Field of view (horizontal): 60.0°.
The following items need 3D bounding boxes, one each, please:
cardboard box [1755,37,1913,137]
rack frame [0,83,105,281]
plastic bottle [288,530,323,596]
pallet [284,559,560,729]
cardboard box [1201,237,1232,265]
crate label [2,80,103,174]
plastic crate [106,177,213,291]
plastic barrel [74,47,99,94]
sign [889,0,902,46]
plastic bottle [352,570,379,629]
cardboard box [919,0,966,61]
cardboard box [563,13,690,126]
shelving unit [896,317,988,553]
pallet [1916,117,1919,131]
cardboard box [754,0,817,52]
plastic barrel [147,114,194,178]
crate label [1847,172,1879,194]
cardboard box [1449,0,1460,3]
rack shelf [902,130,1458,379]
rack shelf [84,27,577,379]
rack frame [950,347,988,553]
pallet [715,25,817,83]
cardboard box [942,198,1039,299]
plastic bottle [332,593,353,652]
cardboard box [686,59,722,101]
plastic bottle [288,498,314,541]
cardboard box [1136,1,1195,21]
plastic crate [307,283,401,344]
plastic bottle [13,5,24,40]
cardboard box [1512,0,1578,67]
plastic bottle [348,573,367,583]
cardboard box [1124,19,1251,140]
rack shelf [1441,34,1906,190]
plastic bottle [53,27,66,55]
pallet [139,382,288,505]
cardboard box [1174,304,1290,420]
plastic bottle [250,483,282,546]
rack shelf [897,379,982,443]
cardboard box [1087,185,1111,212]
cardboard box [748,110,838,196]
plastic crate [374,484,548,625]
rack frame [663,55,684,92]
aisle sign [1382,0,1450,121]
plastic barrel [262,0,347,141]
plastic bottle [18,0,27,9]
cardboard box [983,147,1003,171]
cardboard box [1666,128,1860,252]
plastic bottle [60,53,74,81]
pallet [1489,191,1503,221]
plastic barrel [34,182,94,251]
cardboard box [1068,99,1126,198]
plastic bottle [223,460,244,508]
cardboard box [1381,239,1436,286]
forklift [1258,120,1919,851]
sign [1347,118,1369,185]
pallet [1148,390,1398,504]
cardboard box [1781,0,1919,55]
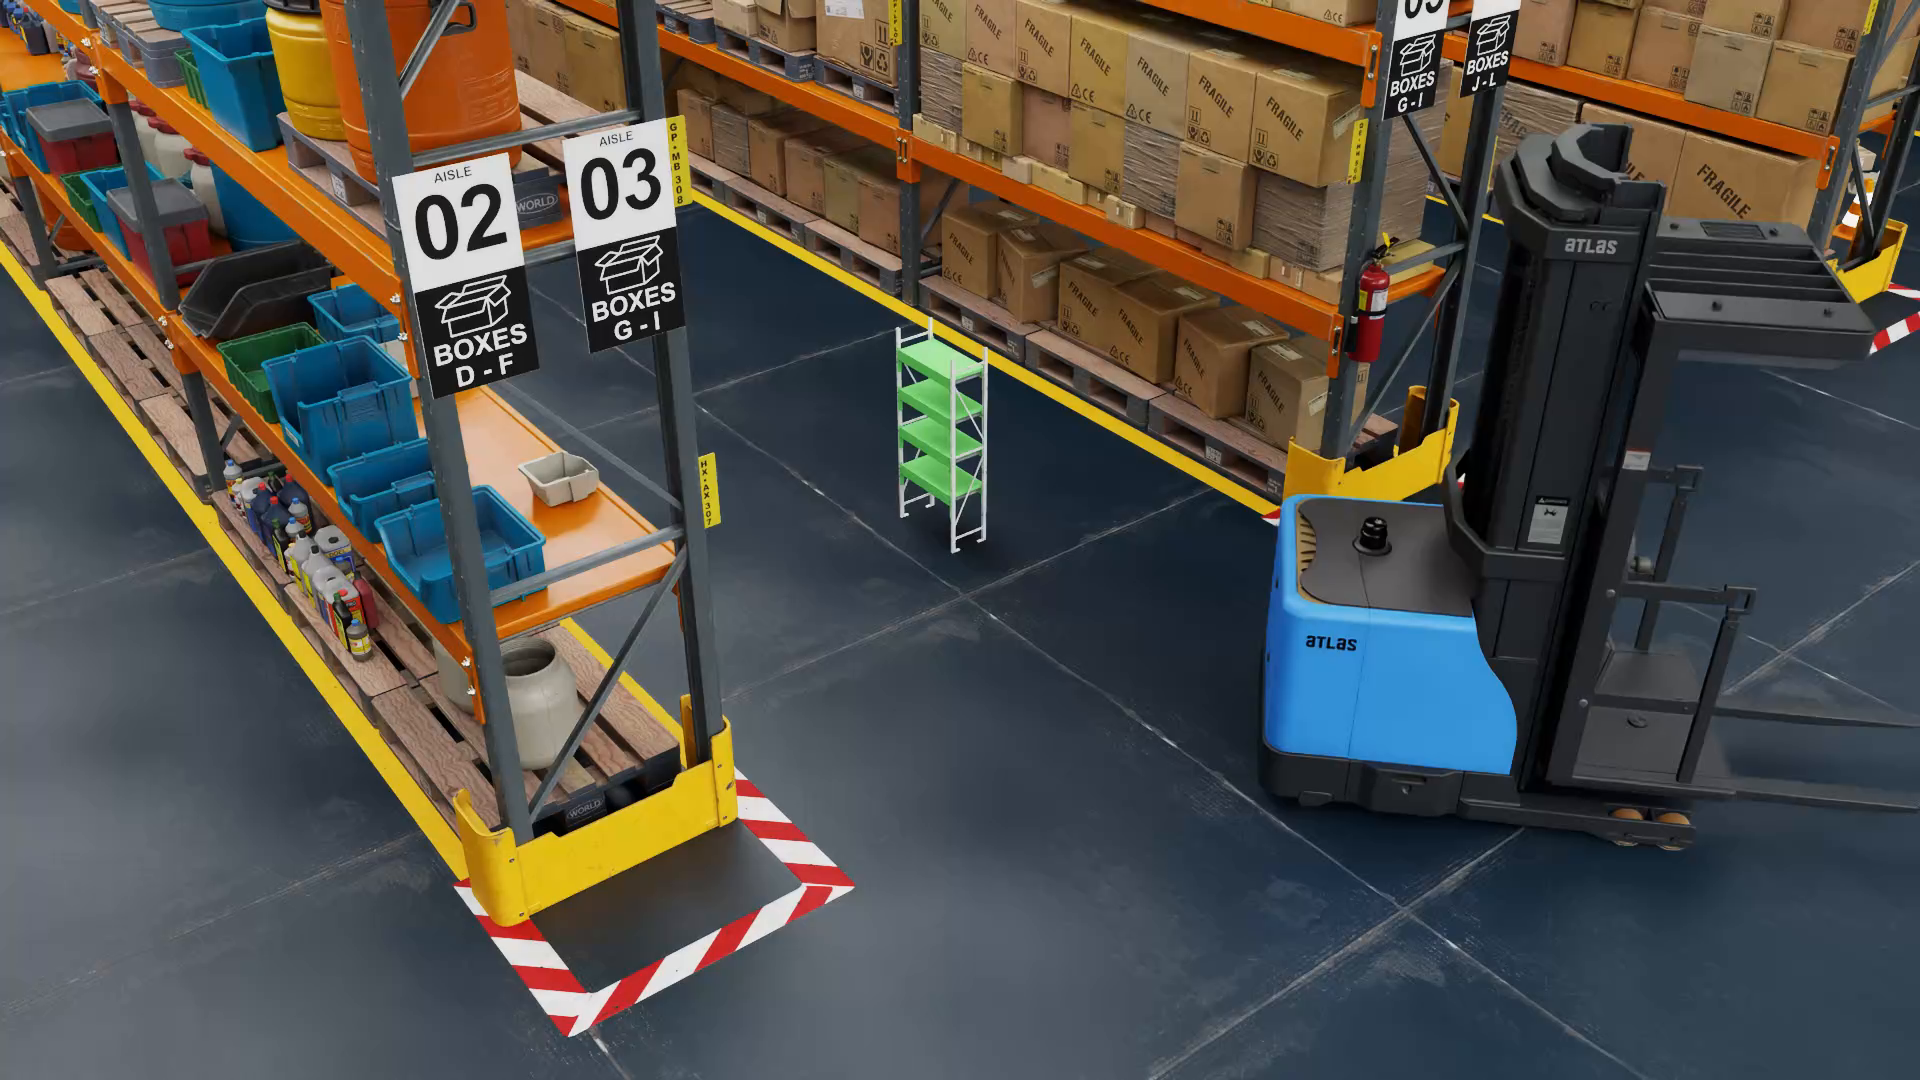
[{"bbox_3d":[6.173,-3.269,11.755,0.875,0.550,0.550,-22,38,-31],"label":"cardboard box"},{"bbox_3d":[-6.361,-3.234,11.841,1.000,3.000,0.127,-22,38,-31],"label":"rack frame"},{"bbox_3d":[-3.365,0.098,8.570,0.144,0.351,0.185,-23,38,-32],"label":"plastic bottle"},{"bbox_3d":[-2.777,0.419,8.601,1.003,0.211,1.213,-22,38,-31],"label":"pallet"},{"bbox_3d":[1.631,-1.749,9.688,0.380,0.149,0.250,-22,38,-31],"label":"cardboard box"},{"bbox_3d":[-5.966,-2.748,11.024,0.502,0.435,0.616,-22,38,-31],"label":"crate label"},{"bbox_3d":[-4.447,-1.697,9.306,0.402,0.464,0.583,-22,38,-31],"label":"plastic crate"},{"bbox_3d":[-5.837,-3.197,11.652,0.600,0.536,0.708,-22,38,-31],"label":"plastic barrel"},{"bbox_3d":[-0.432,-3.481,11.140,0.100,0.325,0.005,-22,38,-31],"label":"sign"},{"bbox_3d":[-2.977,0.295,8.317,0.061,0.283,0.133,-22,38,-31],"label":"plastic bottle"},{"bbox_3d":[0.079,-3.494,10.934,0.500,0.500,0.500,-22,38,-31],"label":"cardboard box"},{"bbox_3d":[-2.856,-4.407,15.345,1.225,0.875,0.875,-24,39,-33],"label":"cardboard box"},{"bbox_3d":[-0.101,-0.579,9.271,0.258,1.200,0.503,-22,38,-31],"label":"shelving unit"},{"bbox_3d":[9.768,-3.906,15.566,1.003,0.211,1.213,-22,38,-31],"label":"pallet"},{"bbox_3d":[-1.132,-4.085,12.714,0.797,0.503,0.637,-18,36,-27],"label":"cardboard box"},{"bbox_3d":[-4.772,-2.400,10.370,0.433,0.535,0.433,0,32,0],"label":"plastic barrel"},{"bbox_3d":[7.803,-3.061,14.276,0.298,0.136,0.250,12,34,19],"label":"crate label"},{"bbox_3d":[2.366,-2.998,8.759,0.500,0.250,0.500,-21,38,-30],"label":"cardboard box"},{"bbox_3d":[1.230,-2.031,10.585,1.077,0.370,4.000,-22,38,-31],"label":"rack shelf"},{"bbox_3d":[-2.682,-1.702,7.214,1.077,0.370,4.000,-22,38,-31],"label":"rack shelf"},{"bbox_3d":[0.048,-0.477,9.108,0.240,1.200,0.015,-22,38,-31],"label":"rack frame"},{"bbox_3d":[-1.203,-3.944,13.165,1.003,0.211,1.213,-22,38,-31],"label":"pallet"},{"bbox_3d":[0.218,-2.107,11.997,0.500,0.500,0.500,-24,39,-33],"label":"cardboard box"},{"bbox_3d":[-3.014,0.400,8.147,0.061,0.283,0.133,-21,38,-30],"label":"plastic bottle"},{"bbox_3d":[-2.014,-4.011,14.333,0.500,0.250,0.500,-21,37,-30],"label":"cardboard box"},{"bbox_3d":[-3.557,-0.103,8.969,0.097,0.271,0.097,0,32,0],"label":"plastic bottle"},{"bbox_3d":[1.415,-3.039,10.202,0.500,0.500,0.500,-22,38,-31],"label":"cardboard box"},{"bbox_3d":[-3.015,-1.131,8.595,0.499,0.251,0.616,-22,38,-31],"label":"plastic crate"},{"bbox_3d":[-7.646,-4.224,13.556,0.097,0.271,0.097,0,32,0],"label":"plastic bottle"},{"bbox_3d":[4.813,-4.161,13.191,0.875,0.550,0.550,-22,38,-31],"label":"cardboard box"},{"bbox_3d":[-3.059,0.258,8.453,0.097,0.201,0.097,0,32,0],"label":"plastic bottle"},{"bbox_3d":[1.309,-2.661,9.594,0.500,0.500,0.500,-22,38,-31],"label":"cardboard box"},{"bbox_3d":[5.210,-3.593,13.101,1.077,0.370,4.000,-22,38,-31],"label":"rack shelf"},{"bbox_3d":[-7.129,-4.003,13.201,0.097,0.271,0.097,0,32,0],"label":"plastic bottle"},{"bbox_3d":[-4.421,-0.697,10.400,1.003,0.211,1.213,-22,38,-31],"label":"pallet"},{"bbox_3d":[1.694,-1.123,10.413,0.500,0.500,0.500,-12,34,-19],"label":"cardboard box"},{"bbox_3d":[-3.741,-0.158,8.982,0.144,0.351,0.185,-21,38,-30],"label":"plastic bottle"},{"bbox_3d":[-0.101,-0.728,9.178,0.258,0.148,0.480,-22,38,-31],"label":"rack shelf"},{"bbox_3d":[1.018,-2.166,10.359,0.380,0.149,0.250,-22,38,-31],"label":"cardboard box"},{"bbox_3d":[-1.319,-3.228,13.783,0.700,0.500,0.500,-19,37,-28],"label":"cardboard box"},{"bbox_3d":[-1.999,0.051,6.692,0.499,0.251,0.616,-22,38,-31],"label":"plastic crate"},{"bbox_3d":[-2.449,-4.837,14.421,1.000,3.000,0.127,-22,38,-31],"label":"rack frame"},{"bbox_3d":[2.258,-2.484,8.169,0.394,0.787,0.004,-22,38,-31],"label":"aisle sign"},{"bbox_3d":[-2.255,-1.867,6.220,0.600,0.588,0.600,0,32,0],"label":"plastic barrel"},{"bbox_3d":[-7.701,-4.371,13.788,0.152,0.276,0.135,-22,38,-31],"label":"plastic bottle"},{"bbox_3d":[0.377,-2.571,11.012,0.380,0.149,0.250,-22,38,-31],"label":"cardboard box"},{"bbox_3d":[5.969,-2.602,12.440,0.875,0.875,0.875,-22,38,-31],"label":"cardboard box"},{"bbox_3d":[-6.742,-3.580,12.585,0.097,0.201,0.097,0,32,0],"label":"plastic bottle"},{"bbox_3d":[5.141,-2.697,13.619,1.003,0.211,1.213,-22,38,-31],"label":"pallet"},{"bbox_3d":[-6.675,-2.689,12.622,0.600,0.830,0.708,-22,38,-31],"label":"plastic barrel"},{"bbox_3d":[1.170,-2.514,10.304,0.875,0.500,0.500,-22,38,-31],"label":"cardboard box"},{"bbox_3d":[-4.059,-0.321,9.319,0.097,0.271,0.097,0,32,0],"label":"plastic bottle"},{"bbox_3d":[2.470,-1.592,9.435,0.380,0.149,0.250,-22,38,-31],"label":"cardboard box"},{"bbox_3d":[2.921,-0.186,6.998,3.031,2.935,1.130,5,32,8],"label":"forklift"},{"bbox_3d":[2.006,-1.958,8.389,0.100,0.325,0.005,-22,38,-31],"label":"sign"},{"bbox_3d":[1.940,-0.700,10.403,1.003,0.211,1.213,-22,38,-31],"label":"pallet"},{"bbox_3d":[6.240,-3.755,11.514,0.875,0.550,0.550,-22,38,-31],"label":"cardboard box"}]
